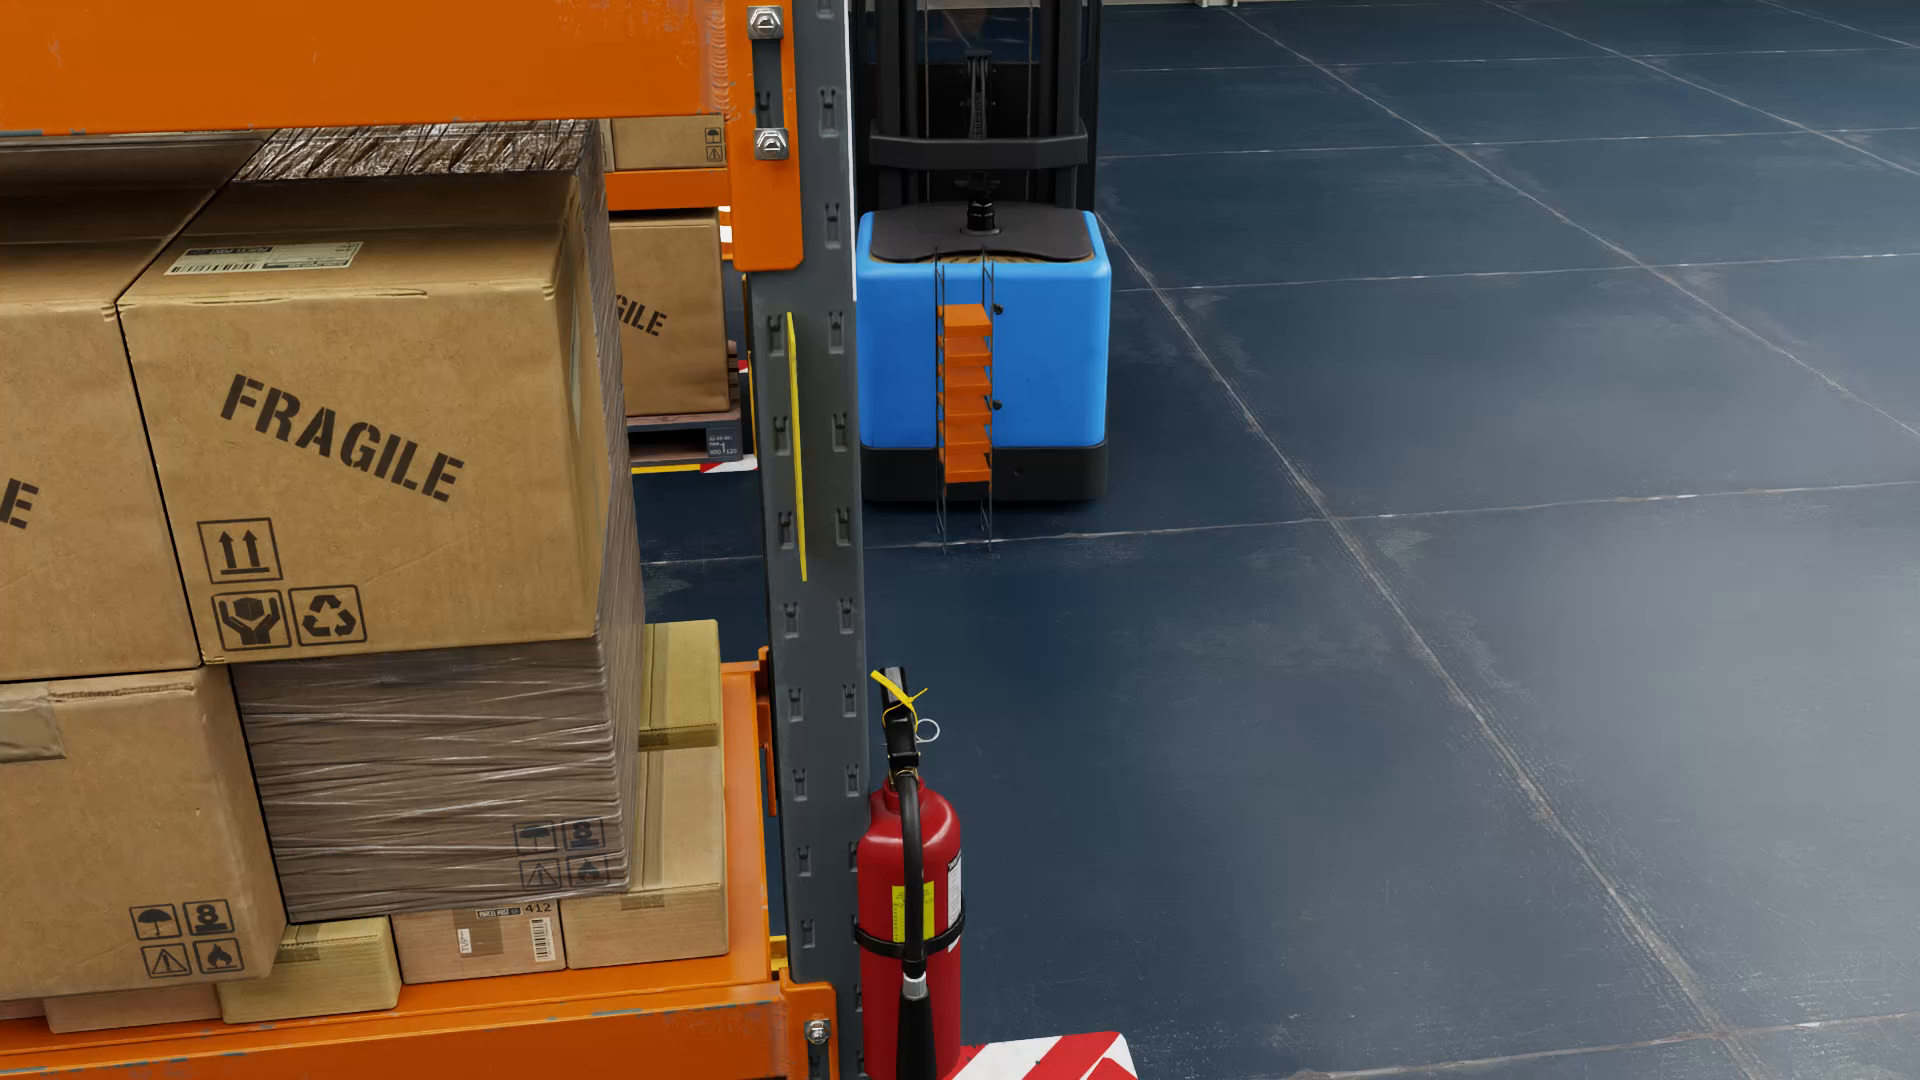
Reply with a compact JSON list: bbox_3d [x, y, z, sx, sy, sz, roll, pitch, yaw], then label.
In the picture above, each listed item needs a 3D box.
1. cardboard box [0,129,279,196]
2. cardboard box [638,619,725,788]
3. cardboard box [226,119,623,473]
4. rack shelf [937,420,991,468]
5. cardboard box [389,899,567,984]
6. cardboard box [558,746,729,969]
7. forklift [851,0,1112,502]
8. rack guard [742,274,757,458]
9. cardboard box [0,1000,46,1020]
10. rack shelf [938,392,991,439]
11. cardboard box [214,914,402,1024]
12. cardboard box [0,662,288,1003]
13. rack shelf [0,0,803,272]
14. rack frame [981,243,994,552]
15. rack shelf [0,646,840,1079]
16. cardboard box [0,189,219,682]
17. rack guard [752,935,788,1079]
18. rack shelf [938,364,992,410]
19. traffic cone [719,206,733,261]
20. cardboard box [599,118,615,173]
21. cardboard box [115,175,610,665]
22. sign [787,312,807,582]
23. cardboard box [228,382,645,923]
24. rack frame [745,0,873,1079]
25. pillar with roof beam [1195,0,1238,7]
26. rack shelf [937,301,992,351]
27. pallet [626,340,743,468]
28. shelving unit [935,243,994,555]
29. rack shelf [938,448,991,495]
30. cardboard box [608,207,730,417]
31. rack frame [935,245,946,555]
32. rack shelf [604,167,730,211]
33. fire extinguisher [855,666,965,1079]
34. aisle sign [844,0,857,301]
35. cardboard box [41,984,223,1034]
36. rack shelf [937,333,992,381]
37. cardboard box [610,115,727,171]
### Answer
[{"bbox_3d":[-1.339,-0.391,2.695,0.500,0.500,0.500,-4,27,-7],"label":"cardboard box"},{"bbox_3d":[-0.576,0.313,3.130,0.250,0.149,0.380,-4,27,-7],"label":"cardboard box"},{"bbox_3d":[-0.843,-0.419,2.751,0.500,0.500,0.500,-4,27,-7],"label":"cardboard box"},{"bbox_3d":[0.014,-0.388,6.553,0.180,0.103,0.258,-4,27,-7],"label":"rack shelf"},{"bbox_3d":[-0.761,0.529,2.708,0.250,0.149,0.380,-4,27,-7],"label":"cardboard box"},{"bbox_3d":[-0.514,0.514,2.738,0.250,0.149,0.380,-4,27,-7],"label":"cardboard box"},{"bbox_3d":[0.068,-2.093,7.618,1.130,2.935,3.031,0,27,-1],"label":"forklift"},{"bbox_3d":[-0.828,-0.848,7.854,0.348,0.500,1.175,-4,27,-7],"label":"rack guard"},{"bbox_3d":[-1.505,0.575,2.620,0.250,0.149,0.380,-4,27,-7],"label":"cardboard box"},{"bbox_3d":[0.014,-0.495,6.498,0.180,0.103,0.258,-4,27,-7],"label":"rack shelf"},{"bbox_3d":[-1.002,0.569,2.631,0.250,0.149,0.380,-4,27,-7],"label":"cardboard box"},{"bbox_3d":[-1.287,0.222,2.596,0.500,0.500,0.875,-4,27,-7],"label":"cardboard box"},{"bbox_3d":[-2.241,-0.597,2.130,4.000,0.370,1.077,-4,27,-7],"label":"rack shelf"},{"bbox_3d":[0.105,-0.541,6.489,0.006,1.200,0.240,-4,27,-7],"label":"rack frame"},{"bbox_3d":[-2.241,0.738,2.814,4.000,0.370,1.077,-4,27,-7],"label":"rack shelf"},{"bbox_3d":[-1.265,-0.150,2.226,0.500,0.500,0.500,-4,27,-7],"label":"cardboard box"},{"bbox_3d":[-0.336,1.408,3.459,0.348,0.500,1.175,-4,27,-7],"label":"rack guard"},{"bbox_3d":[0.014,-0.602,6.443,0.180,0.103,0.258,-4,27,-7],"label":"rack shelf"},{"bbox_3d":[-1.396,-1.970,10.083,0.334,0.463,0.336,-4,27,-7],"label":"traffic cone"},{"bbox_3d":[-1.754,-1.936,7.073,0.550,0.550,0.875,-4,27,-7],"label":"cardboard box"},{"bbox_3d":[-0.771,-0.184,2.293,0.500,0.500,0.500,-4,27,-7],"label":"cardboard box"},{"bbox_3d":[-0.203,-0.113,2.070,0.005,0.325,0.100,-4,27,-7],"label":"sign"},{"bbox_3d":[-0.809,0.136,2.763,0.500,0.500,0.875,-4,27,-7],"label":"cardboard box"},{"bbox_3d":[-0.261,0.289,2.901,0.053,2.616,0.949,-4,27,-7],"label":"rack frame"},{"bbox_3d":[3.390,-7.901,12.291,0.400,9.000,9.100,-4,27,-7],"label":"pillar with roof beam"},{"bbox_3d":[0.014,-0.816,6.334,0.180,0.103,0.258,-4,27,-7],"label":"rack shelf"},{"bbox_3d":[-1.632,-0.631,7.749,1.213,0.211,1.003,-4,27,-7],"label":"pallet"},{"bbox_3d":[0.014,-0.535,6.478,0.189,1.200,0.258,-4,27,-7],"label":"shelving unit"},{"bbox_3d":[0.014,-0.282,6.608,0.180,0.103,0.258,-4,27,-7],"label":"rack shelf"},{"bbox_3d":[-1.514,-1.127,7.527,0.875,0.875,0.875,-4,27,-7],"label":"cardboard box"},{"bbox_3d":[-0.076,-0.529,6.467,0.006,1.200,0.240,-4,27,-7],"label":"rack frame"},{"bbox_3d":[-2.832,-1.511,7.197,4.000,0.370,1.077,-4,27,-7],"label":"rack shelf"},{"bbox_3d":[-0.083,0.526,2.524,0.183,0.674,0.296,-4,27,-7],"label":"fire extinguisher"},{"bbox_3d":[-0.157,-0.734,2.048,0.004,0.787,0.394,-4,27,-7],"label":"aisle sign"},{"bbox_3d":[-1.252,0.577,2.614,0.250,0.149,0.380,-4,27,-7],"label":"cardboard box"},{"bbox_3d":[0.014,-0.709,6.389,0.180,0.103,0.258,-4,27,-7],"label":"rack shelf"},{"bbox_3d":[-1.212,-1.981,7.160,0.550,0.550,0.875,-4,27,-7],"label":"cardboard box"}]
